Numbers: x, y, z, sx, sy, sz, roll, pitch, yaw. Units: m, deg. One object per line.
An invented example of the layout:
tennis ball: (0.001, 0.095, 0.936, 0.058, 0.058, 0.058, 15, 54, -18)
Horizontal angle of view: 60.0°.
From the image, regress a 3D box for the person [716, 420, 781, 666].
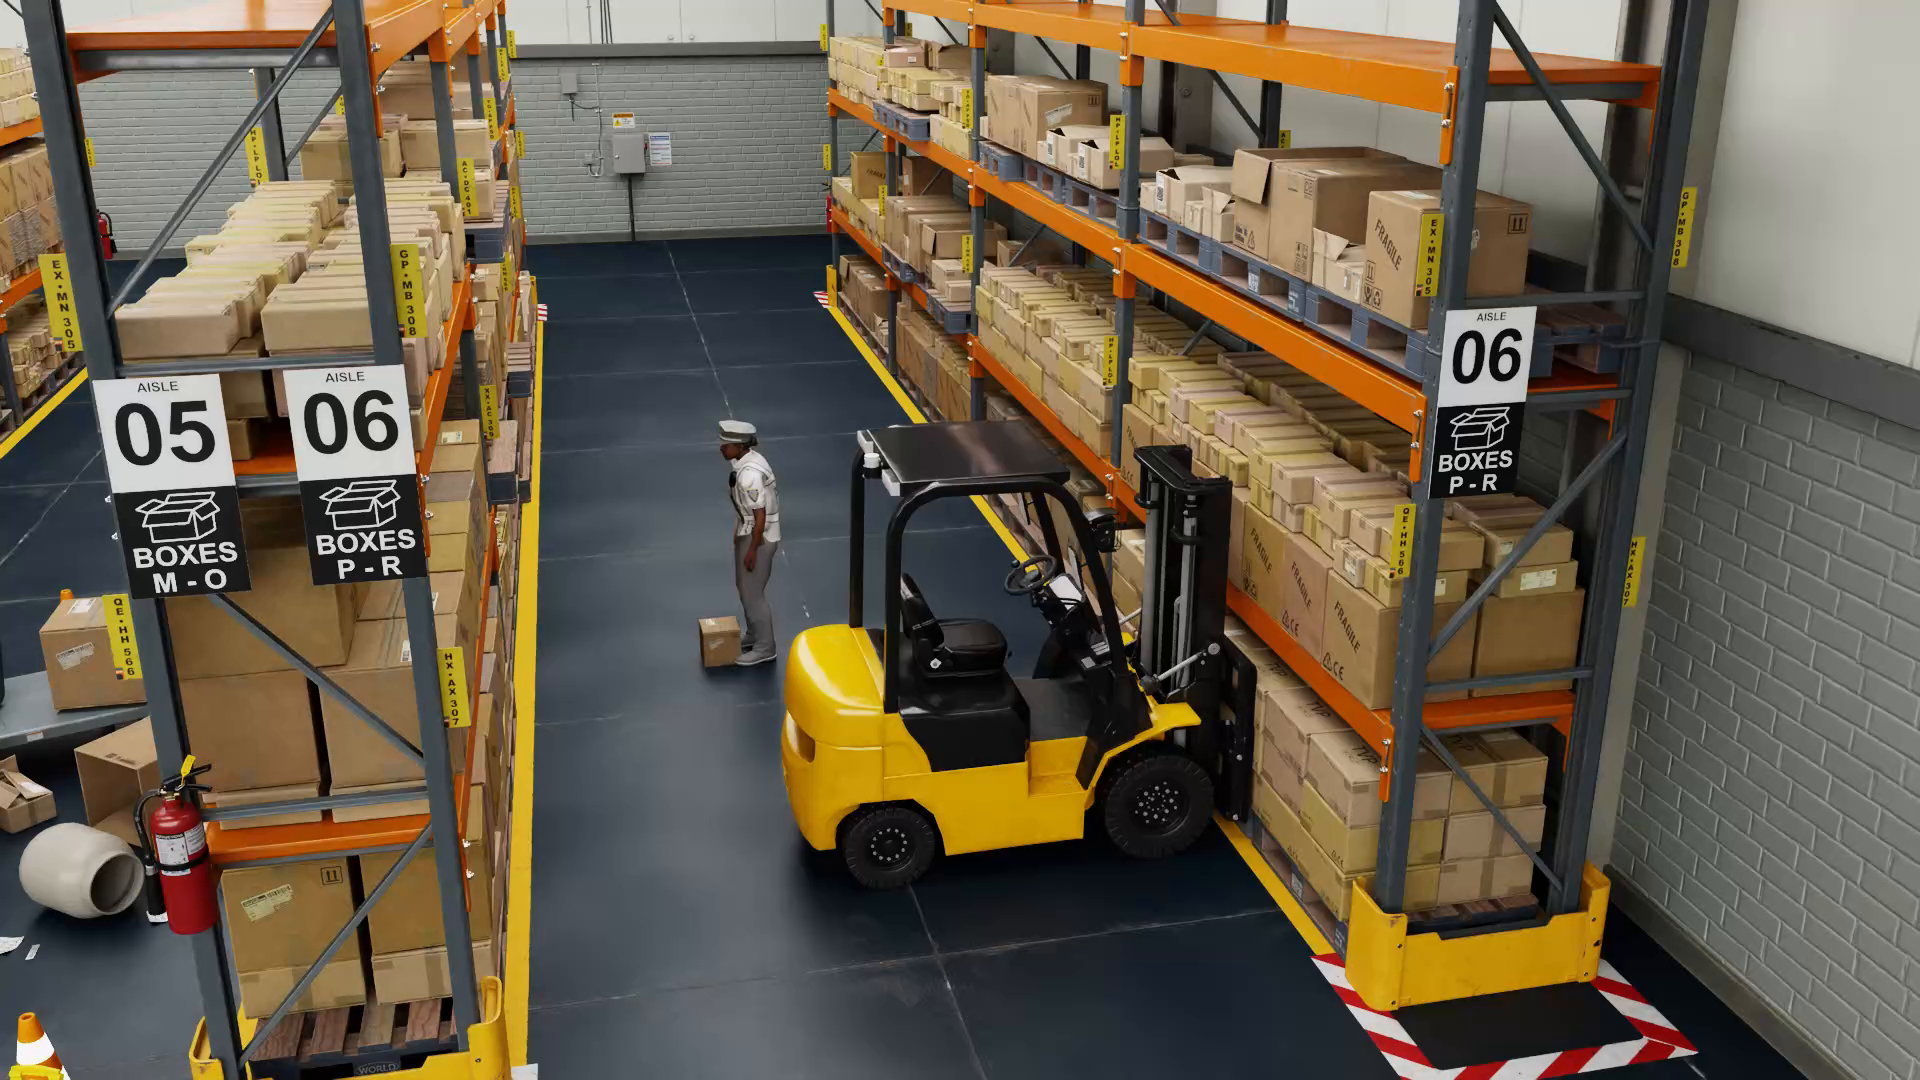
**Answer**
person: (-1.397, 0.003, 11.062, 0.393, 1.660, 0.527, -5, 20, -14)
